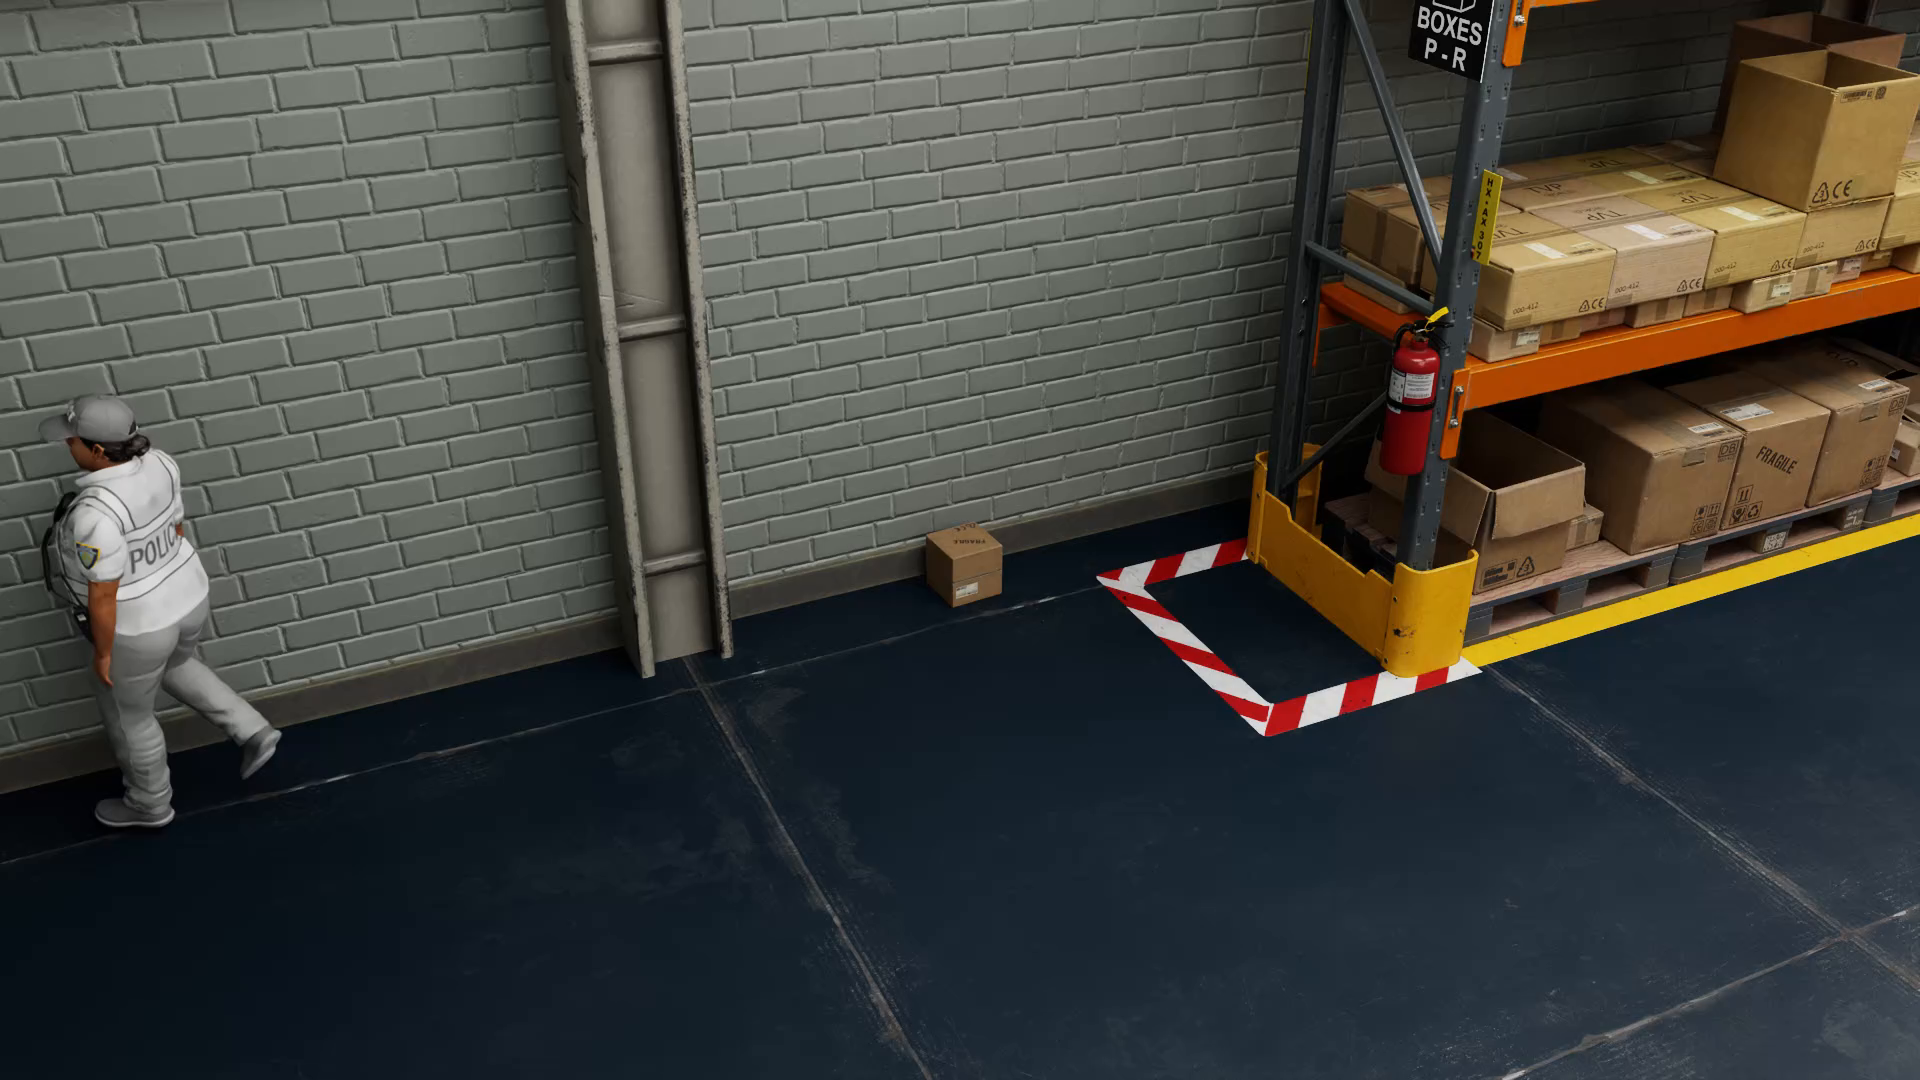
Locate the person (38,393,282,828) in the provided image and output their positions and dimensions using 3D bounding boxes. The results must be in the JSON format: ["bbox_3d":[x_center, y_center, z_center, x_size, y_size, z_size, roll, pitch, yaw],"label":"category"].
[{"bbox_3d":[-2.789,0.257,5.641,0.636,1.651,0.512,6,30,10],"label":"person"}]
